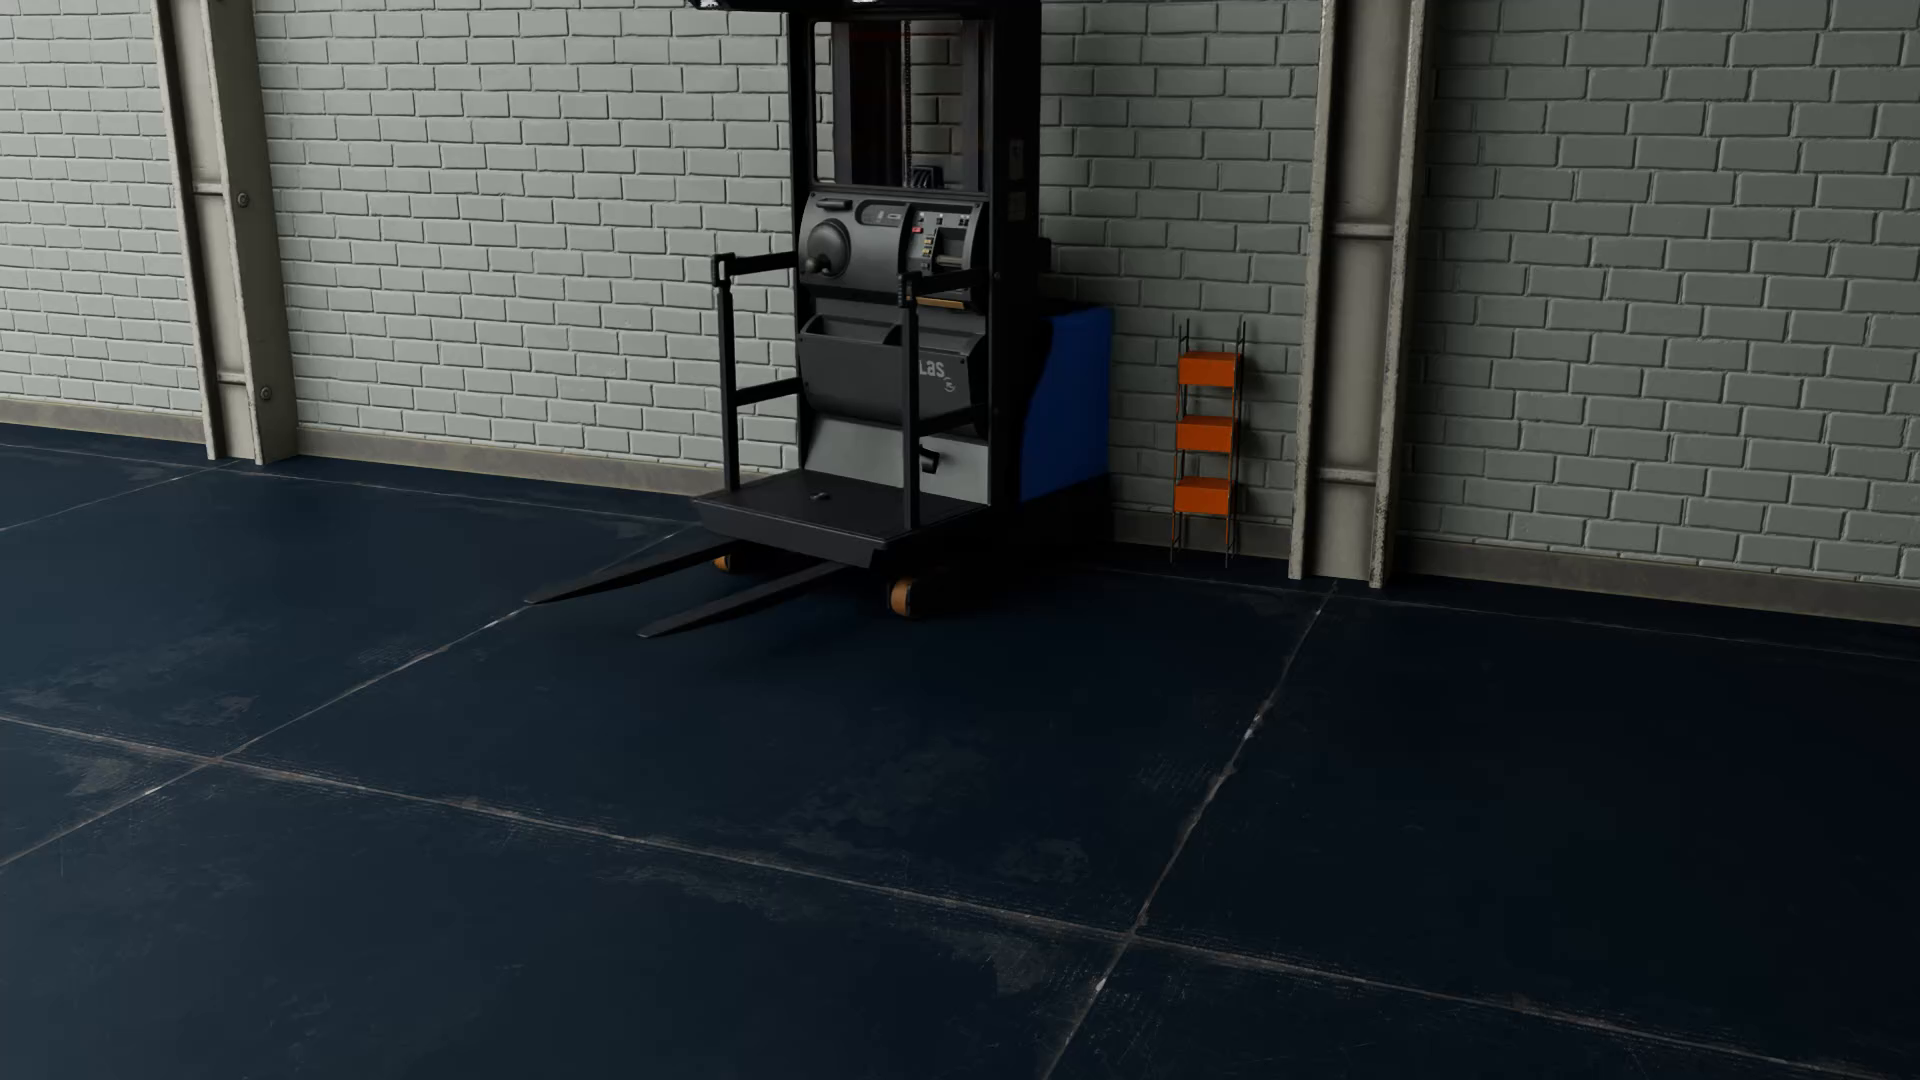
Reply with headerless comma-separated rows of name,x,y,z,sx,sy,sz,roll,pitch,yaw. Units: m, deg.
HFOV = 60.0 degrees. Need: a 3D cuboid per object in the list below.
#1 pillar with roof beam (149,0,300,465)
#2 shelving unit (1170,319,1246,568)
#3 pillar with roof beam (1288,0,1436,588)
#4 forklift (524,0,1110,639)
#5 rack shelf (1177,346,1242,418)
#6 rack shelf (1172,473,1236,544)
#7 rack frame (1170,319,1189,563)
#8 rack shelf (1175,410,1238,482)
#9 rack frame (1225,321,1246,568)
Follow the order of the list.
pillar with roof beam,-5.517,-3.675,4.193,0.400,9.000,9.100,6,17,21
shelving unit,1.077,-0.420,7.238,0.252,1.050,0.215,5,17,18
pillar with roof beam,0.065,-3.061,2.078,0.400,9.000,9.100,6,17,21
forklift,-0.422,-1.251,6.725,1.130,2.935,3.031,12,20,36
rack shelf,1.077,-0.683,7.162,0.240,0.259,0.215,5,17,18
rack shelf,1.077,-0.143,7.319,0.240,0.259,0.215,5,17,18
rack frame,0.962,-0.431,7.275,0.008,1.050,0.200,5,17,18
rack shelf,1.077,-0.410,7.241,0.240,0.259,0.215,5,17,18
rack frame,1.193,-0.410,7.202,0.008,1.050,0.200,5,17,18
